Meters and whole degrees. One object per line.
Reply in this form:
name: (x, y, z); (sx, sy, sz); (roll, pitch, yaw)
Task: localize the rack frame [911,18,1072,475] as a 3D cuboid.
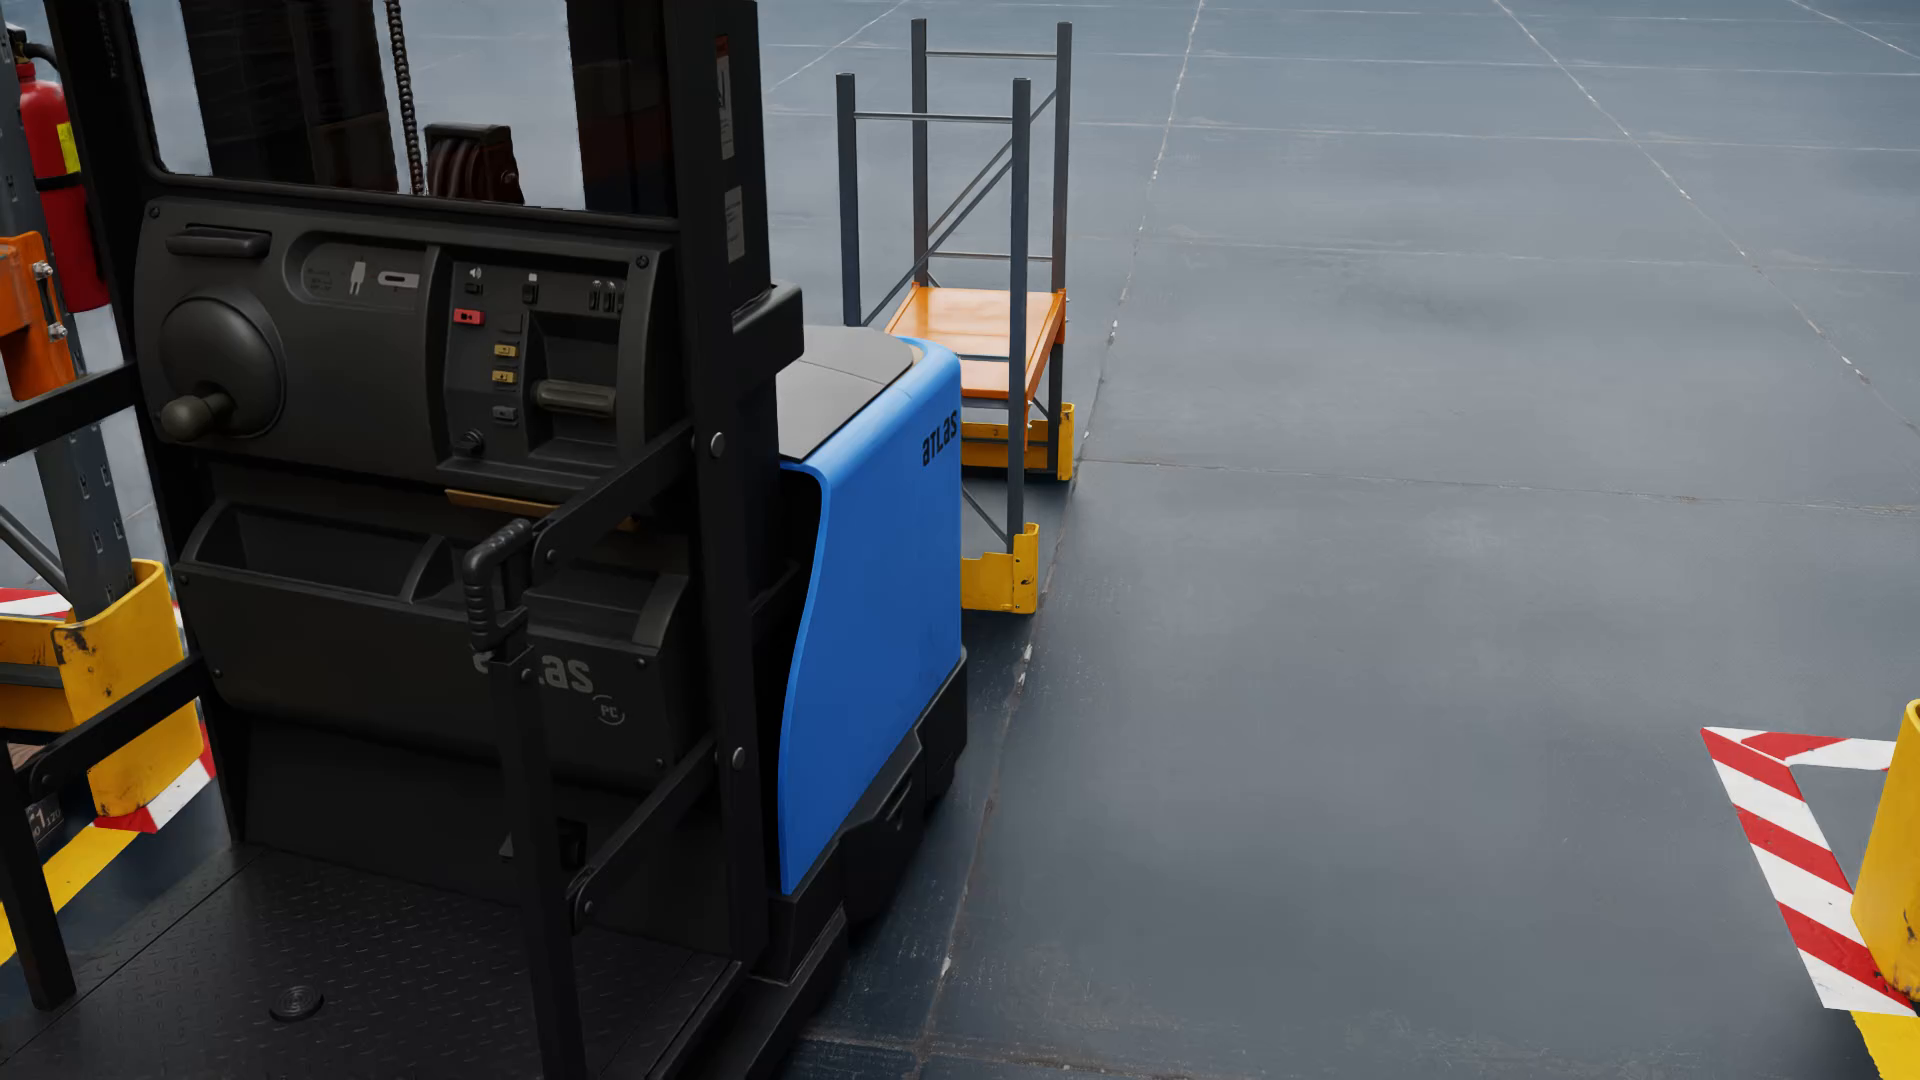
rack frame: (0.097, -0.928, 5.462); (0.500, 1.500, 0.032); (4, 25, 9)

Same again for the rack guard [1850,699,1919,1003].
rack guard: (2.460, 0.657, 3.257); (1.175, 0.500, 0.348); (4, 25, 9)

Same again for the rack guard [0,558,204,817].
rack guard: (-2.473, 0.310, 3.997); (1.175, 0.500, 0.348); (4, 25, 9)

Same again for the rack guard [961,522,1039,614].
rack guard: (-0.069, 0.063, 4.820); (0.587, 0.250, 0.087); (4, 25, 9)

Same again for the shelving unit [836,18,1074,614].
shelving unit: (0.012, -0.711, 5.000); (0.587, 1.500, 1.083); (4, 25, 9)

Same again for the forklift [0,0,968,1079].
forklift: (-0.950, -0.272, 2.375); (1.130, 2.935, 3.031); (8, 26, 17)

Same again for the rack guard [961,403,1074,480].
rack guard: (0.094, -0.353, 5.710); (0.587, 0.250, 0.087); (4, 25, 9)

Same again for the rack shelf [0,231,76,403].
rack shelf: (-2.787, 0.309, 1.900); (1.077, 0.370, 4.000); (4, 25, 9)

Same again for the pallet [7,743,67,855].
pallet: (-2.641, 0.779, 3.338); (1.003, 0.211, 1.213); (4, 25, 9)

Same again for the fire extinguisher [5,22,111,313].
fire extinguisher: (-1.987, -0.834, 3.585); (0.296, 0.674, 0.183); (4, 25, 9)

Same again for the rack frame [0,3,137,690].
rack frame: (-2.460, -0.853, 3.535); (1.000, 3.000, 0.127); (4, 25, 9)

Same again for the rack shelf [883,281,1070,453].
rack shelf: (0.014, -0.552, 5.085); (0.538, 0.185, 1.000); (4, 25, 9)

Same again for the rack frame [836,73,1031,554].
rack frame: (-0.069, -0.502, 4.554); (0.500, 1.500, 0.032); (4, 25, 9)
